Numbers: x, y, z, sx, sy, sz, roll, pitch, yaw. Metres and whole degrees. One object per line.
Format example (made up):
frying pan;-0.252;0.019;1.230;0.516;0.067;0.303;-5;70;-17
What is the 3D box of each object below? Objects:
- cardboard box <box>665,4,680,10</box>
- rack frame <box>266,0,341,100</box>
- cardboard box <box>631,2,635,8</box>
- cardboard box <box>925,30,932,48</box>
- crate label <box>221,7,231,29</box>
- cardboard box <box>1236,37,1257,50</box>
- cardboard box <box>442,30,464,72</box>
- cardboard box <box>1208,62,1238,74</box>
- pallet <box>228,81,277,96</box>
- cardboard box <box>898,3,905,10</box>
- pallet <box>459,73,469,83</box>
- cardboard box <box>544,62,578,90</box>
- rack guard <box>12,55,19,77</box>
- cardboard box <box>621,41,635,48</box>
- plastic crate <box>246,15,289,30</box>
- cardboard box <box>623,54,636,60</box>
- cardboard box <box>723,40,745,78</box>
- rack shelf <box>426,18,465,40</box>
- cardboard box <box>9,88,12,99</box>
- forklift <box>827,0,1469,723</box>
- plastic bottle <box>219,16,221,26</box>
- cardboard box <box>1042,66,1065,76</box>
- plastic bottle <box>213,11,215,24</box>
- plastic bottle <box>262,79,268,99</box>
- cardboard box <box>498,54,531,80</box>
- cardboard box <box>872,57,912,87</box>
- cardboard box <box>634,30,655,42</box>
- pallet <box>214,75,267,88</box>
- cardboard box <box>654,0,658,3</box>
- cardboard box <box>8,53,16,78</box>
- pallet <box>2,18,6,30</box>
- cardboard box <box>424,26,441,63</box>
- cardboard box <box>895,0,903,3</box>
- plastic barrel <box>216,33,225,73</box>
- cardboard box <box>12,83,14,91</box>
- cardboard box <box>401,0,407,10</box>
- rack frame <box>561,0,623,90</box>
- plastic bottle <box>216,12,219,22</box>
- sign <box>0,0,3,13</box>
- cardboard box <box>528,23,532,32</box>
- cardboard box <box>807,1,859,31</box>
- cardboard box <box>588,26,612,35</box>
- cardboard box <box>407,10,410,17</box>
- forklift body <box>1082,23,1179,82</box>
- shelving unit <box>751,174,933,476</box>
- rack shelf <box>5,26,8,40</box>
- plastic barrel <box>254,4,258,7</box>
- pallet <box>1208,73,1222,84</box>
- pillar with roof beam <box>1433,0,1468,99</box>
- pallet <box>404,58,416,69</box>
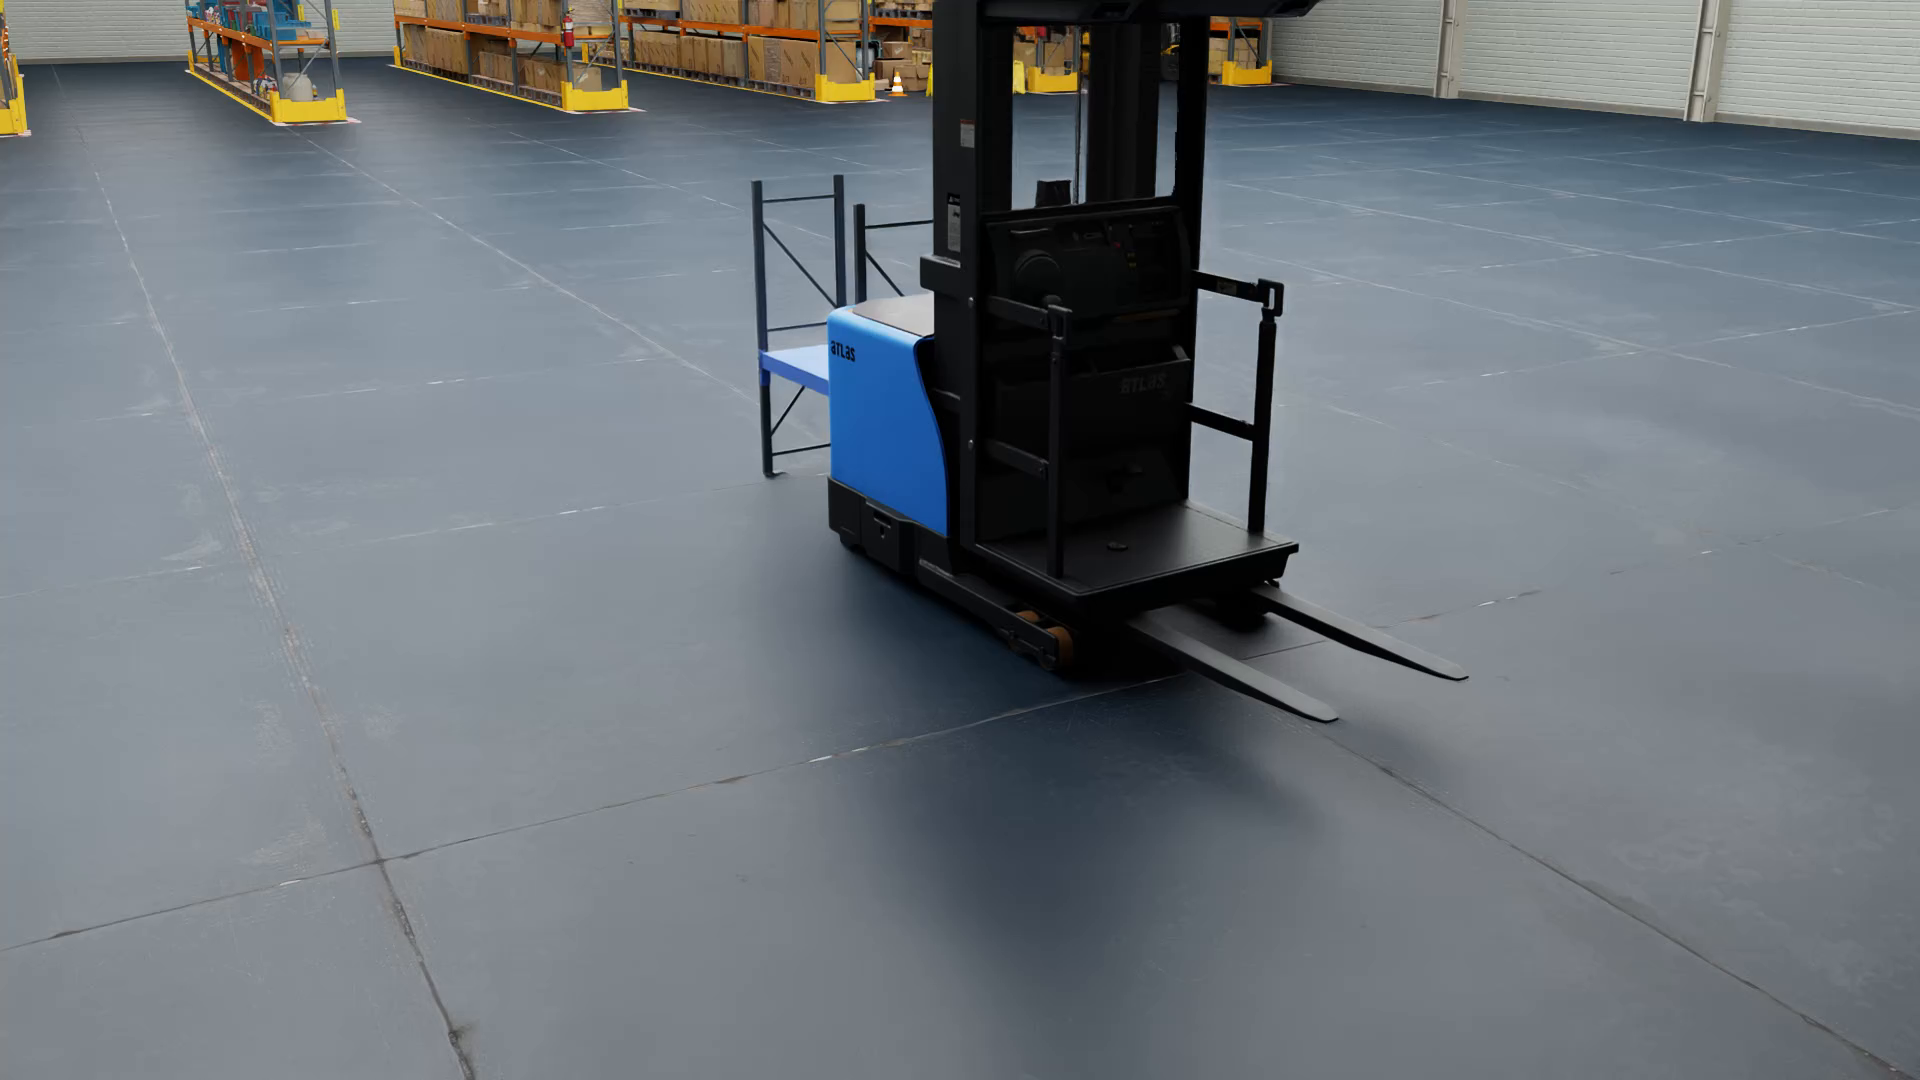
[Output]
cardboard box;-6.704;-12.531;39.090;0.380;0.149;0.250;-10;21;-26
rack frame;-11.038;-8.578;27.893;1.000;3.000;0.127;-10;21;-27
cardboard box;-7.930;-13.274;41.242;0.380;0.149;0.250;-10;21;-26
cardboard box;-0.610;-14.819;49.166;0.700;0.500;0.500;-9;21;-24
crate label;-14.603;-10.564;33.594;0.502;0.435;0.616;-10;21;-27
cardboard box;6.347;-11.189;37.497;0.500;0.250;0.500;-10;22;-27
cardboard box;-11.204;-11.295;38.378;1.225;0.875;0.875;-10;21;-26
cardboard box;5.908;-10.635;37.425;0.500;0.250;0.500;-10;21;-26
pallet;-14.503;-9.328;34.341;1.003;0.211;1.213;-10;21;-27
cardboard box;-1.276;-12.823;39.936;0.380;0.149;0.250;-9;21;-23
pallet;-10.786;-10.562;37.916;1.003;0.211;1.213;-10;21;-27
cardboard box;-7.781;-9.060;32.478;0.500;0.500;0.500;-12;22;-31
rack guard;-22.961;-11.202;39.328;1.175;0.500;0.348;-10;21;-27
cardboard box;-8.519;-12.791;42.915;0.380;0.149;0.250;-10;21;-26
plastic crate;-12.801;-9.527;30.738;0.767;0.338;0.504;-10;21;-27
cardboard box;-8.451;-12.440;42.811;0.380;0.149;0.250;-10;21;-26
cardboard box;-4.540;-10.532;36.361;1.050;0.750;0.750;-10;21;-27
rack shelf;-11.428;-11.876;38.553;1.077;0.370;4.000;-10;21;-27
cardboard box;-16.886;-7.760;29.092;0.500;0.250;0.500;-10;21;-27
forklift;0.621;-1.071;6.242;1.130;2.935;3.031;-12;22;-31
plastic bottle;-15.514;-10.936;34.904;0.061;0.283;0.133;-10;21;-27
cardboard box;1.903;-10.054;35.740;0.500;0.250;0.500;-10;21;-27
plastic bottle;-16.098;-11.289;35.928;0.061;0.283;0.133;-10;21;-27
plastic bottle;-12.540;-8.157;30.058;0.144;0.351;0.185;-9;21;-24
cardboard box;-9.327;-10.000;35.171;0.700;0.500;0.500;-12;22;-31
cardboard box;-1.471;-10.144;36.049;0.797;0.637;0.503;-10;21;-27
cardboard box;-7.846;-12.648;41.725;0.500;0.250;0.500;-11;22;-29
pallet;-15.823;-10.126;36.654;1.003;0.211;1.213;-10;21;-27
cardboard box;-7.074;-12.896;39.692;0.380;0.149;0.250;-10;21;-27
cardboard box;-20.611;-10.186;35.710;0.500;0.500;0.500;-10;21;-27
pallet;-19.582;-10.202;32.891;1.213;0.211;1.003;-10;21;-27
cardboard box;-12.621;-12.186;40.962;0.875;0.875;0.875;-10;21;-27
cardboard box;-1.235;-13.098;39.739;0.500;0.500;0.500;-10;21;-26
plastic barrel;-16.493;-11.071;37.689;0.600;0.901;0.708;-10;21;-27
cardboard box;-18.003;-8.455;31.106;0.500;0.250;0.500;-10;21;-26
cardboard box;-13.799;-13.536;42.033;0.500;0.250;0.500;-11;22;-28
rack frame;-6.679;-9.345;30.116;1.000;3.000;0.127;-10;21;-27
plastic bottle;-15.738;-11.078;35.334;0.097;0.271;0.097;0;19;0
sign;-14.908;-8.343;25.762;0.100;0.325;0.005;-10;21;-27
cardboard box;-8.126;-9.912;32.142;0.380;0.149;0.250;-10;21;-27
cardboard box;-2.482;-10.255;32.522;0.875;0.550;0.550;-10;21;-27
cardboard box;-6.605;-9.345;30.501;0.380;0.149;0.250;-10;21;-27
cardboard box;-13.667;-13.225;41.745;0.380;0.149;0.250;-11;22;-28
forklift body;3.903;-11.511;37.693;2.313;2.155;1.214;-10;21;-27
shelving unit;-0.528;-0.950;8.085;0.538;1.500;1.048;-12;22;-31
rack shelf;-20.148;-10.343;34.109;1.077;0.370;4.000;-10;21;-27
plastic barrel;-13.960;-10.544;33.420;0.421;0.512;0.421;0;19;0
pallet;6.009;-10.545;37.868;1.003;0.211;1.213;-10;21;-27
pillar with roof beam;5.932;-12.437;29.877;9.100;9.000;0.400;-10;21;-27
pallet;-13.828;-12.403;43.252;1.003;0.211;1.213;-10;21;-27
